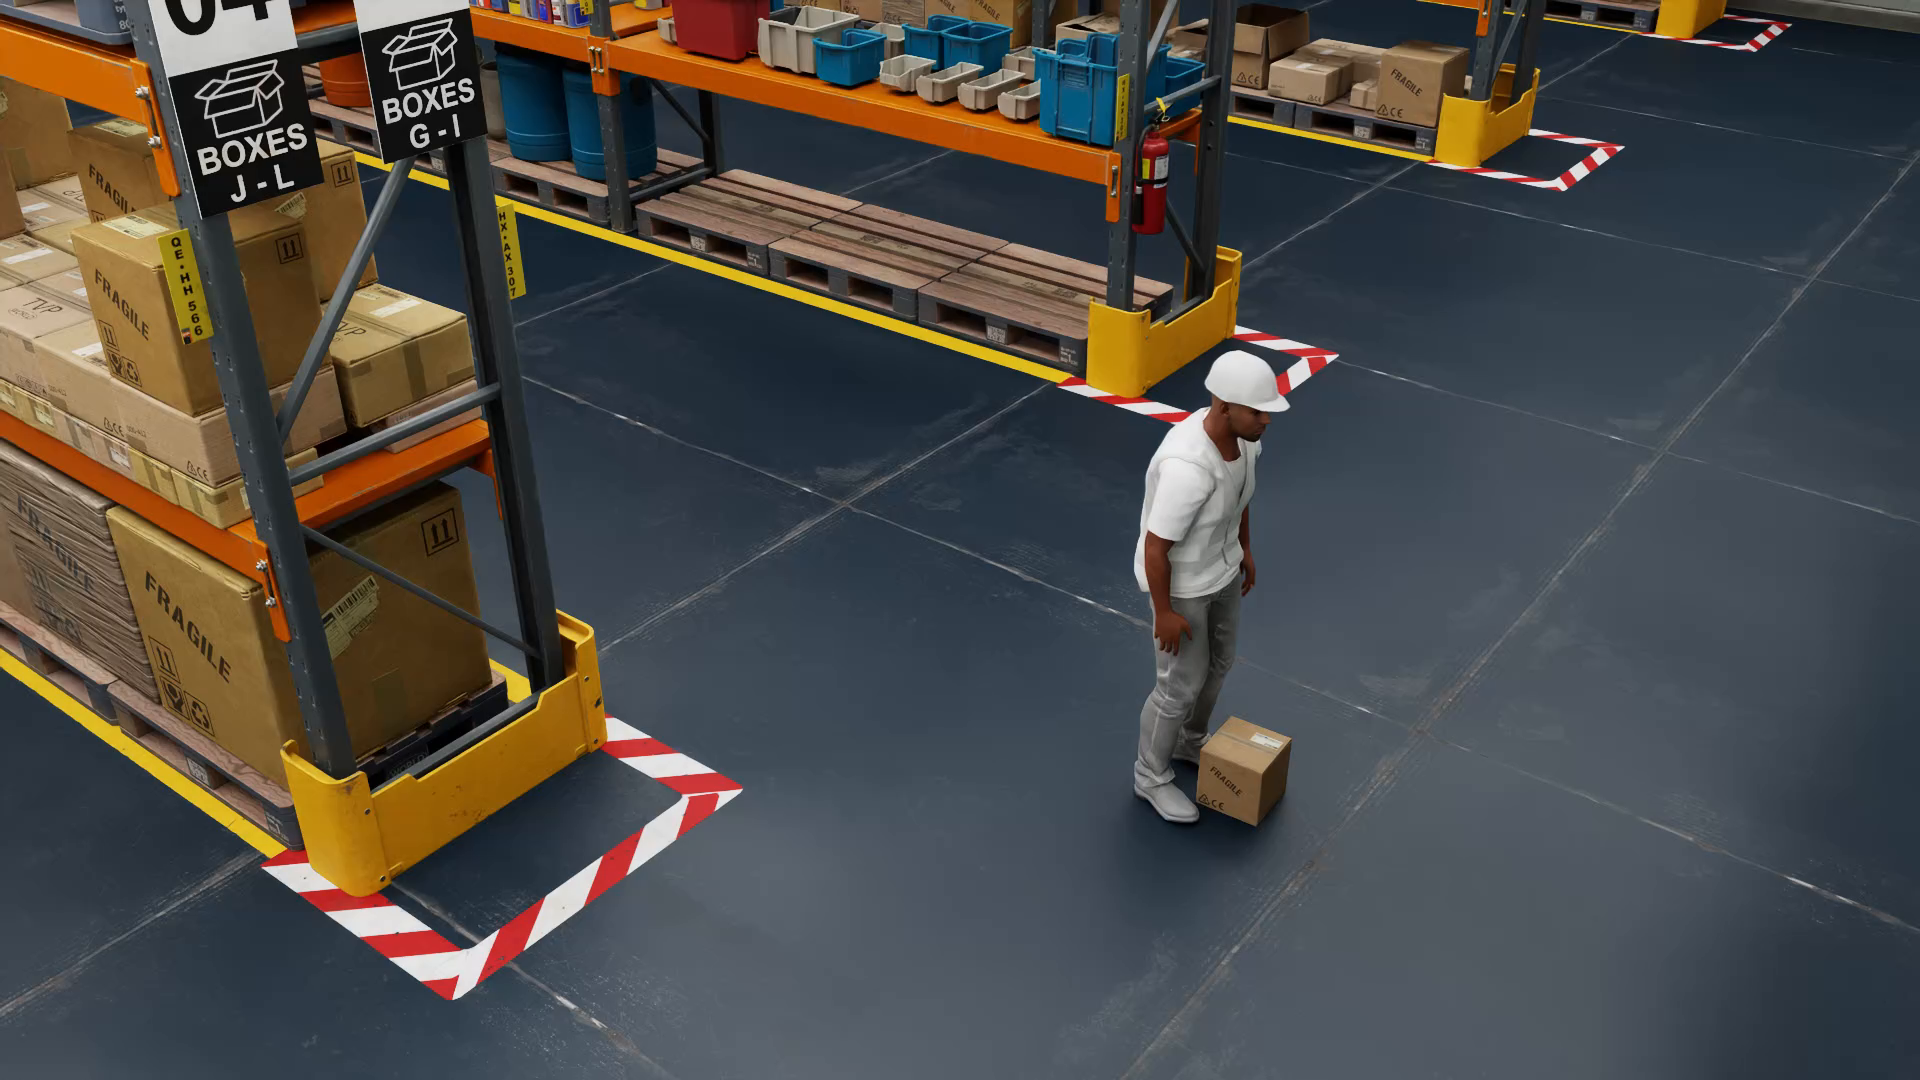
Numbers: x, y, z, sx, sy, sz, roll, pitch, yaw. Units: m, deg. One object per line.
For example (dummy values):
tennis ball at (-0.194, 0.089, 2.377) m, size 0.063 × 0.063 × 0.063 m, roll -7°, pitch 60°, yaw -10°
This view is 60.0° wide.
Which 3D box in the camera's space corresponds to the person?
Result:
person at (0.864, 0.142, 5.875) m, size 0.461 × 1.761 × 0.628 m, roll 21°, pitch 37°, yaw 31°
